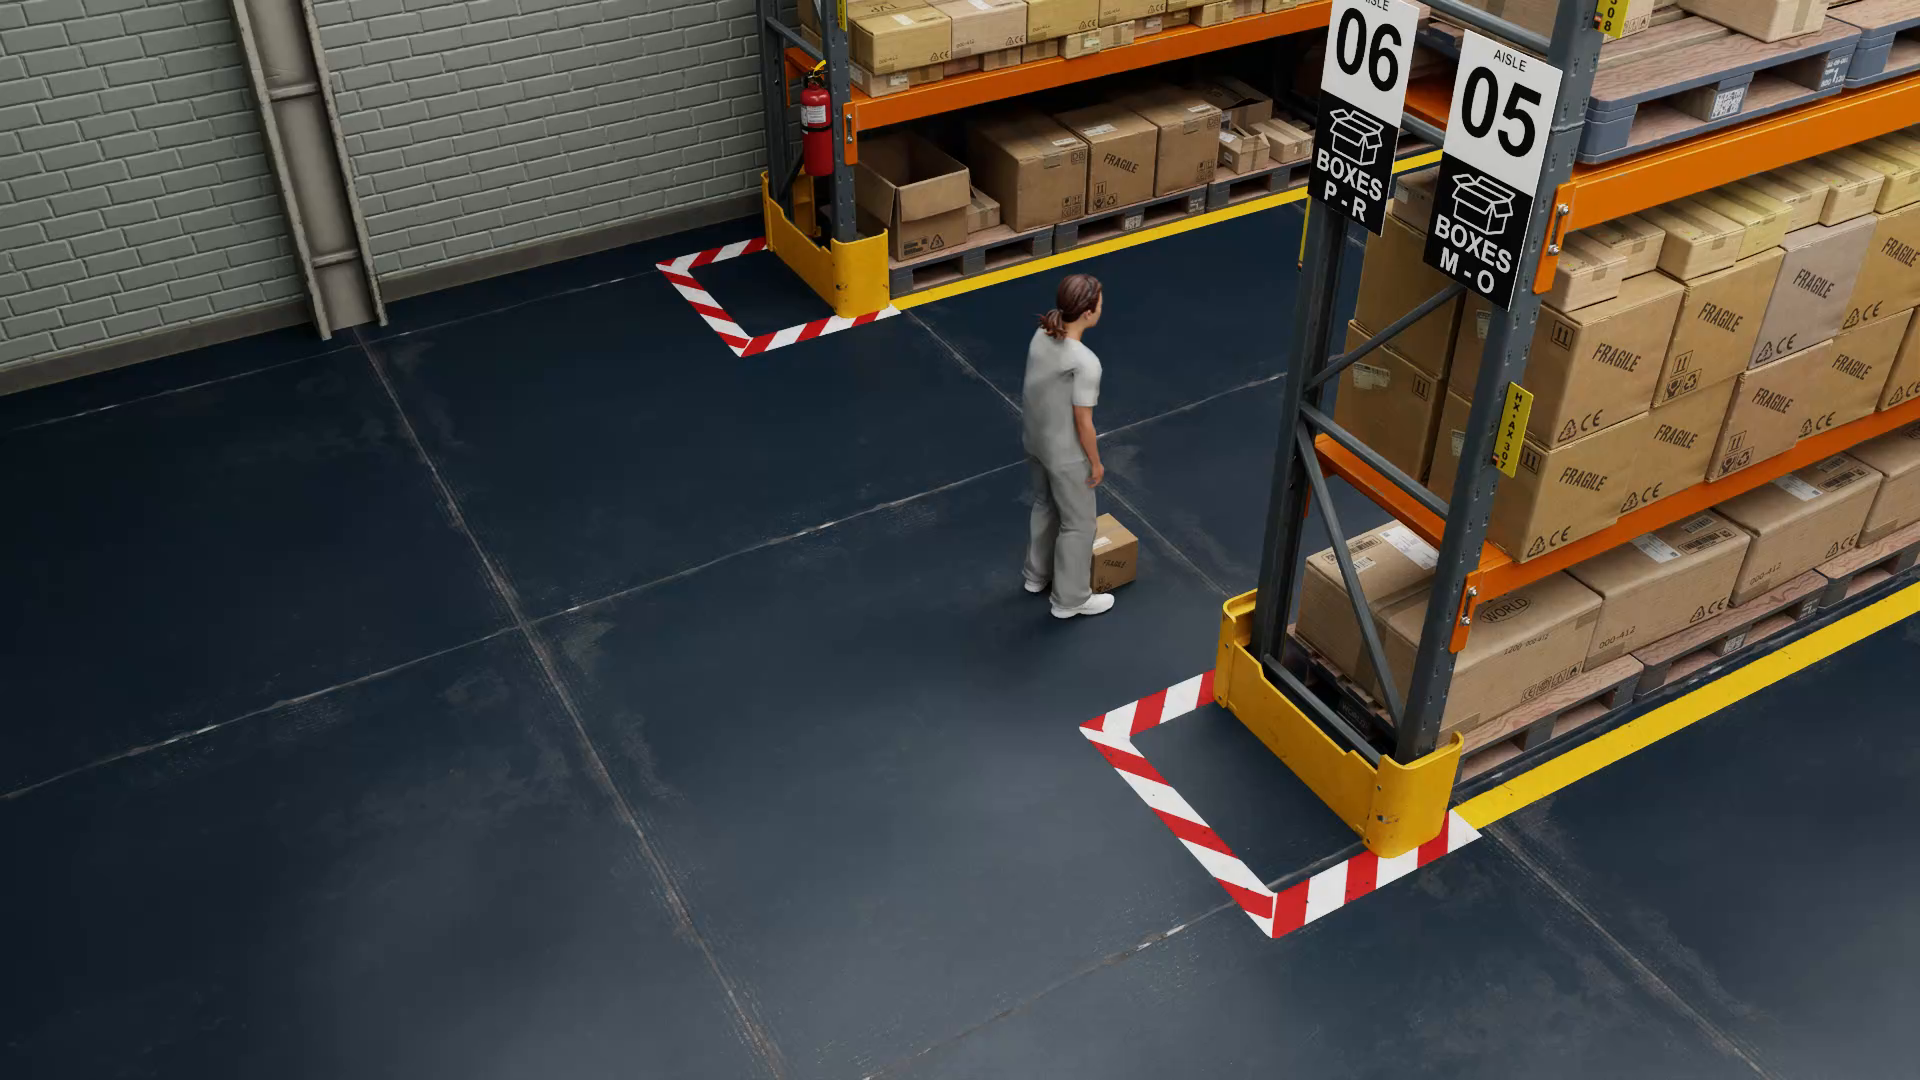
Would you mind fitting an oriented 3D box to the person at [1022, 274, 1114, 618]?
[{"bbox_3d":[0.470,-0.410,7.493,0.353,1.650,0.493,-20,41,-24],"label":"person"}]
